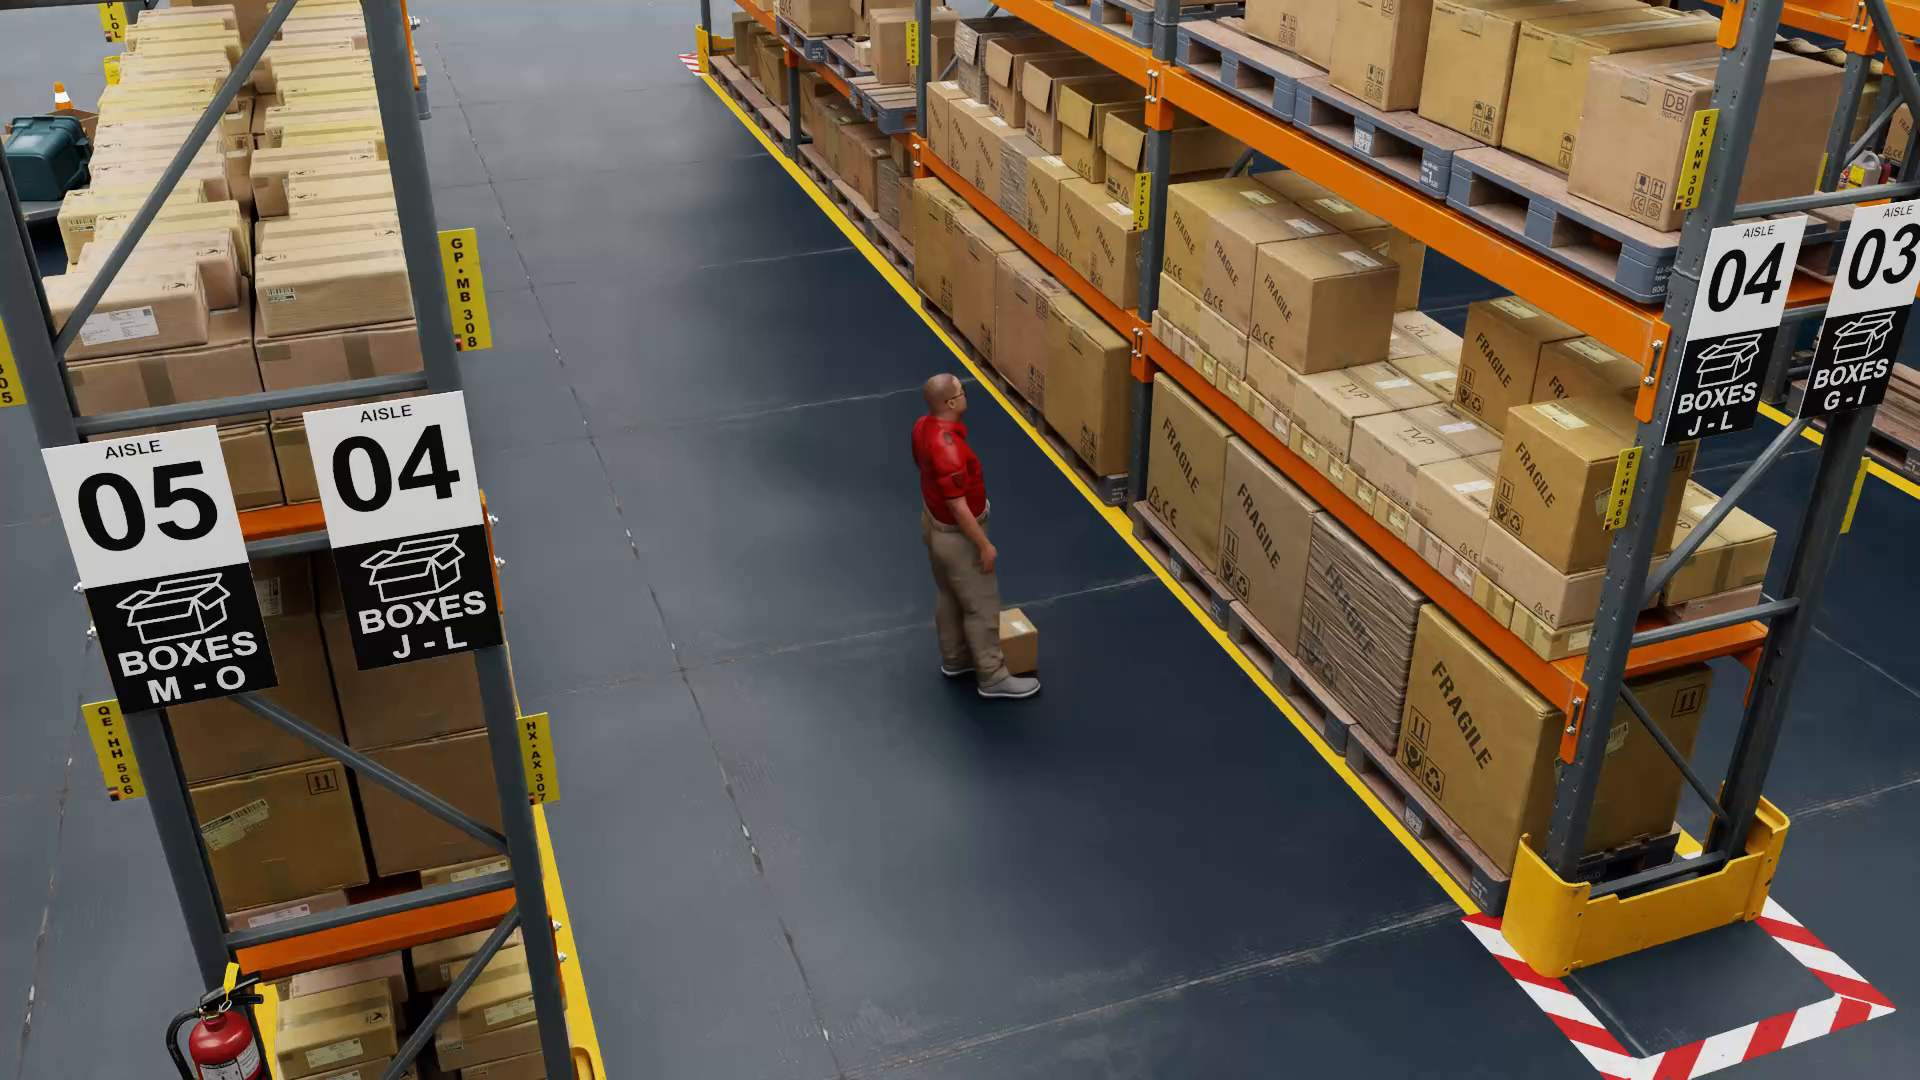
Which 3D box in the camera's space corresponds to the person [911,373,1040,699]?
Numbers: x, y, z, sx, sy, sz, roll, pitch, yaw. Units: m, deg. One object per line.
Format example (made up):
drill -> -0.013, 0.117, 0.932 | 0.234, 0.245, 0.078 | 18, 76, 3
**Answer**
person -> 0.071, -0.043, 8.421 | 0.551, 1.727, 0.635 | -10, 31, -18
